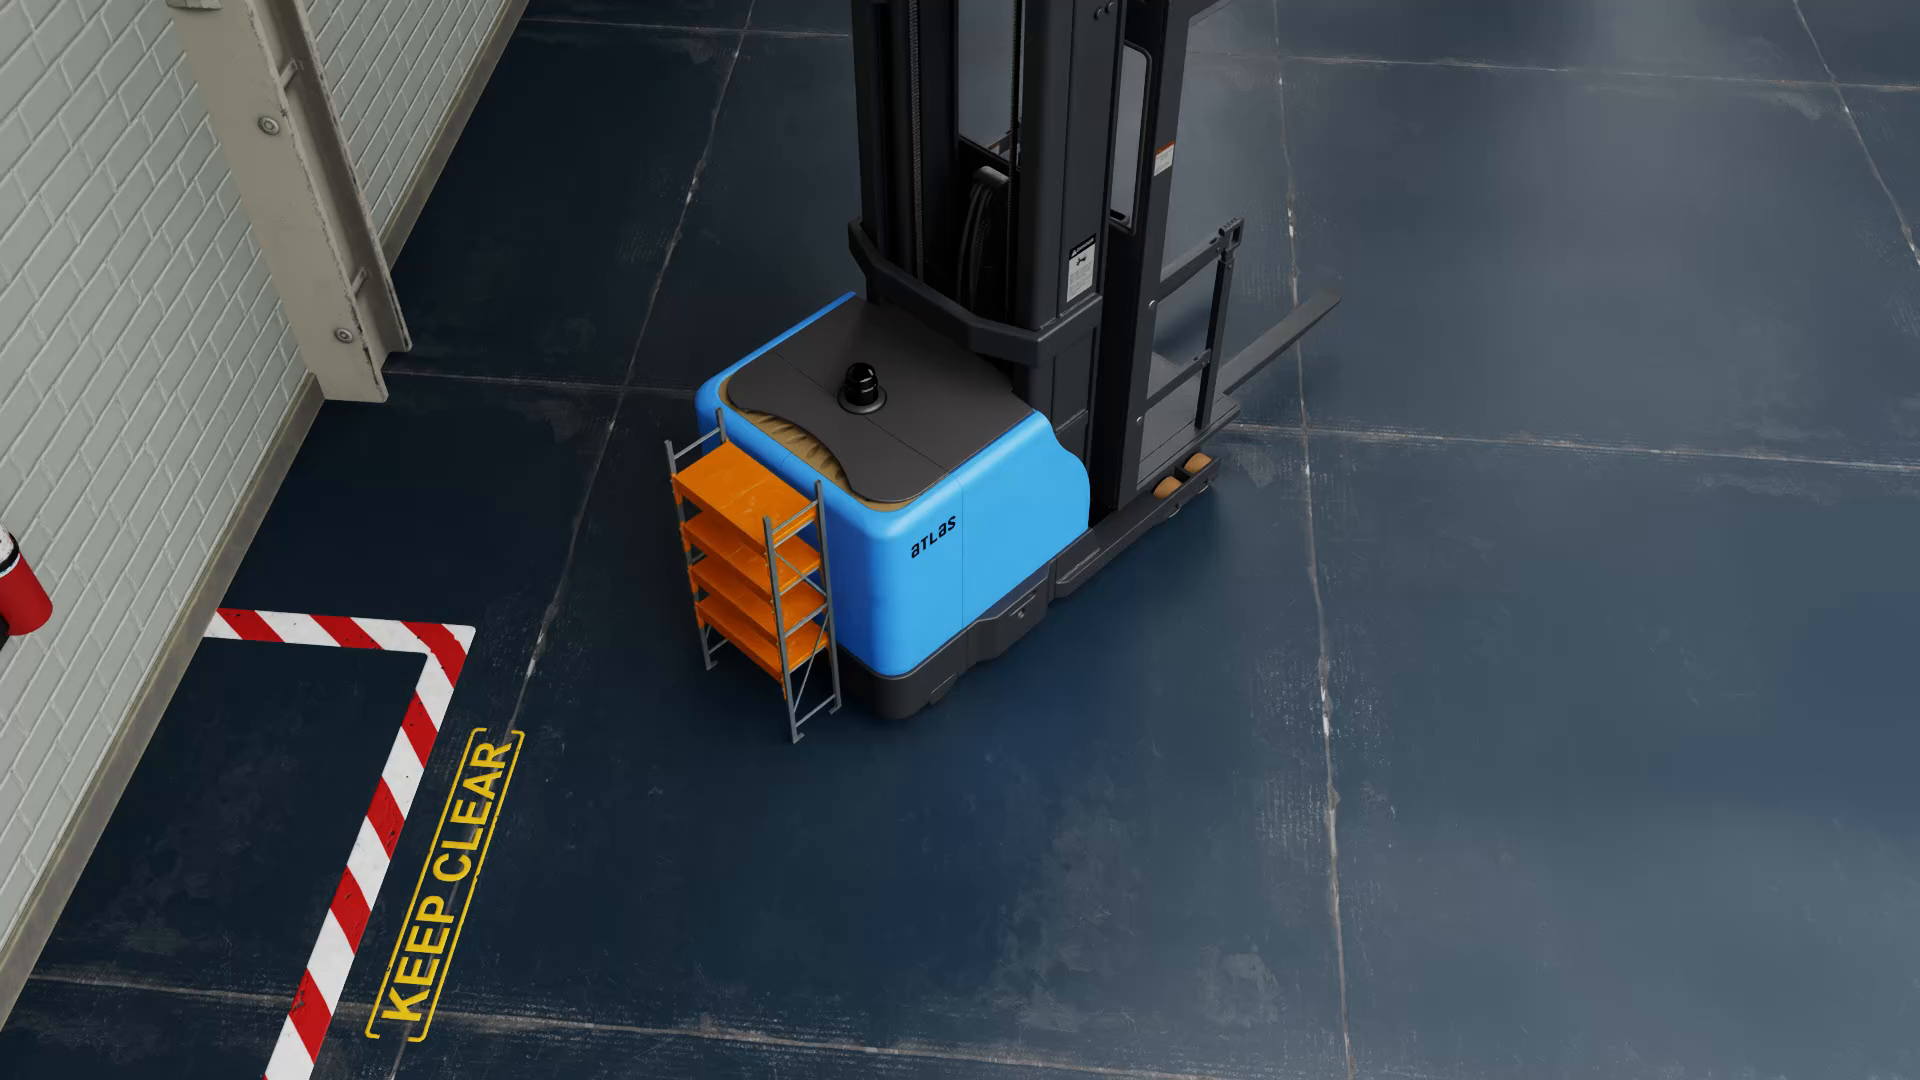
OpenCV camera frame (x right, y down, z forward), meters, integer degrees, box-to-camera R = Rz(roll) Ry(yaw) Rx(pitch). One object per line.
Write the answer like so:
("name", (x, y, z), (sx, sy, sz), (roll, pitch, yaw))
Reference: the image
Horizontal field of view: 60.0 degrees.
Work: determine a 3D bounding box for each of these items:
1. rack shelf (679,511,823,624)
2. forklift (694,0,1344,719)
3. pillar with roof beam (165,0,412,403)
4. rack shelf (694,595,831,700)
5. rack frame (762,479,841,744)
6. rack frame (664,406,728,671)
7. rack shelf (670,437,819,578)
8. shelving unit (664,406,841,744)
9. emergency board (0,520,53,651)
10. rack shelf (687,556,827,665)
("rack shelf", (-0.707, 0.045, 5.710), (0.480, 0.148, 0.258), (36, 57, 28))
("forklift", (0.439, -1.323, 6.000), (1.130, 2.935, 3.031), (36, 57, 28))
("pillar with roof beam", (1.616, -3.509, 3.887), (9.100, 9.000, 0.400), (4, 48, 4))
("rack shelf", (-0.707, 0.330, 6.021), (0.480, 0.148, 0.258), (36, 57, 28))
("rack frame", (-0.531, 0.276, 5.711), (0.015, 1.200, 0.240), (36, 57, 28))
("rack frame", (-0.882, 0.025, 5.940), (0.015, 1.200, 0.240), (36, 57, 28))
("rack shelf", (-0.707, -0.115, 5.535), (0.480, 0.148, 0.258), (36, 57, 28))
("shelving unit", (-0.707, 0.150, 5.825), (0.503, 1.200, 0.258), (36, 57, 28))
("emergency board", (-2.934, 0.039, 4.707), (0.194, 1.169, 0.643), (4, 48, 4))
("rack shelf", (-0.707, 0.196, 5.875), (0.480, 0.148, 0.258), (36, 57, 28))
